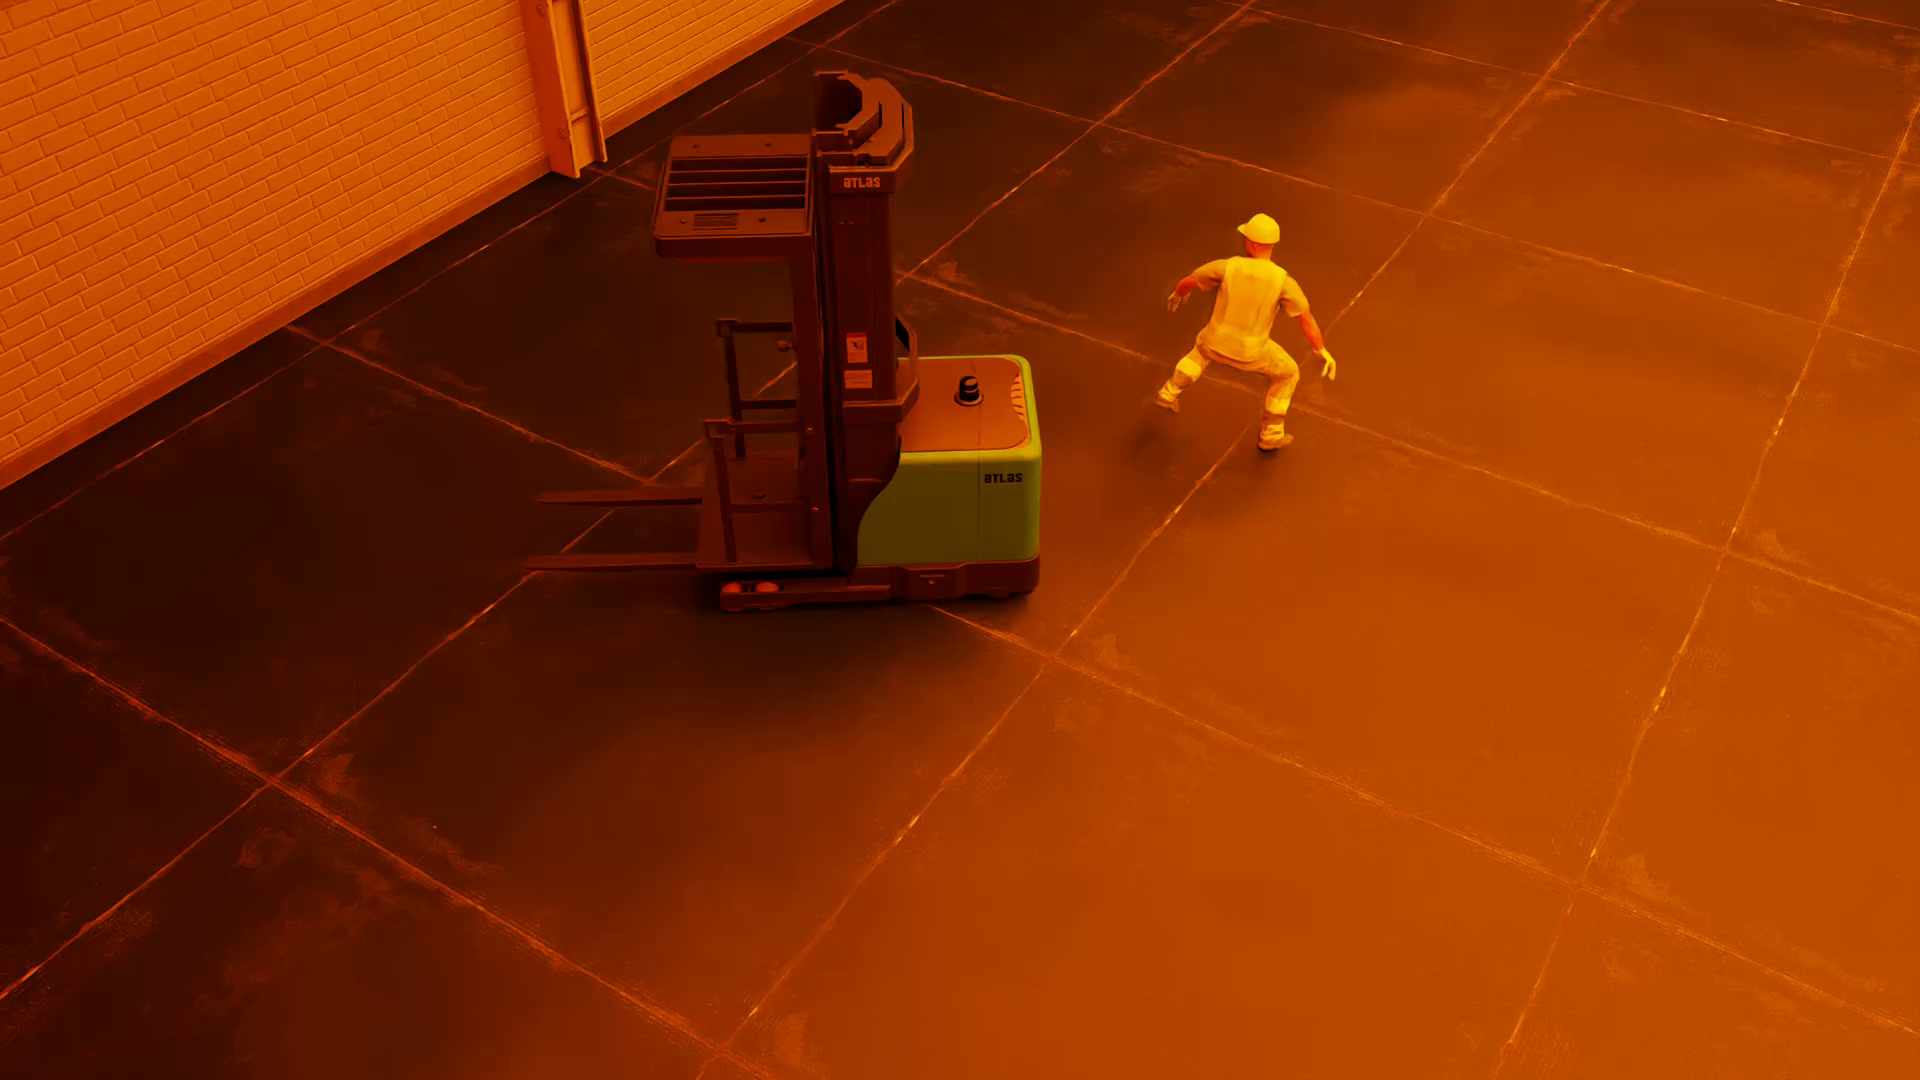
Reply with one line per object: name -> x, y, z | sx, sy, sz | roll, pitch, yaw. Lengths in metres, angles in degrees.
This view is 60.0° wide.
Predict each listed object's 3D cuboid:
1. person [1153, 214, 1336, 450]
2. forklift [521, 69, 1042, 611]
person -> 1.837, -1.282, 10.526 | 1.158, 1.655, 0.505 | 20, 44, 22
forklift -> -1.065, -1.053, 9.209 | 3.031, 2.935, 1.130 | -2, 40, -2
